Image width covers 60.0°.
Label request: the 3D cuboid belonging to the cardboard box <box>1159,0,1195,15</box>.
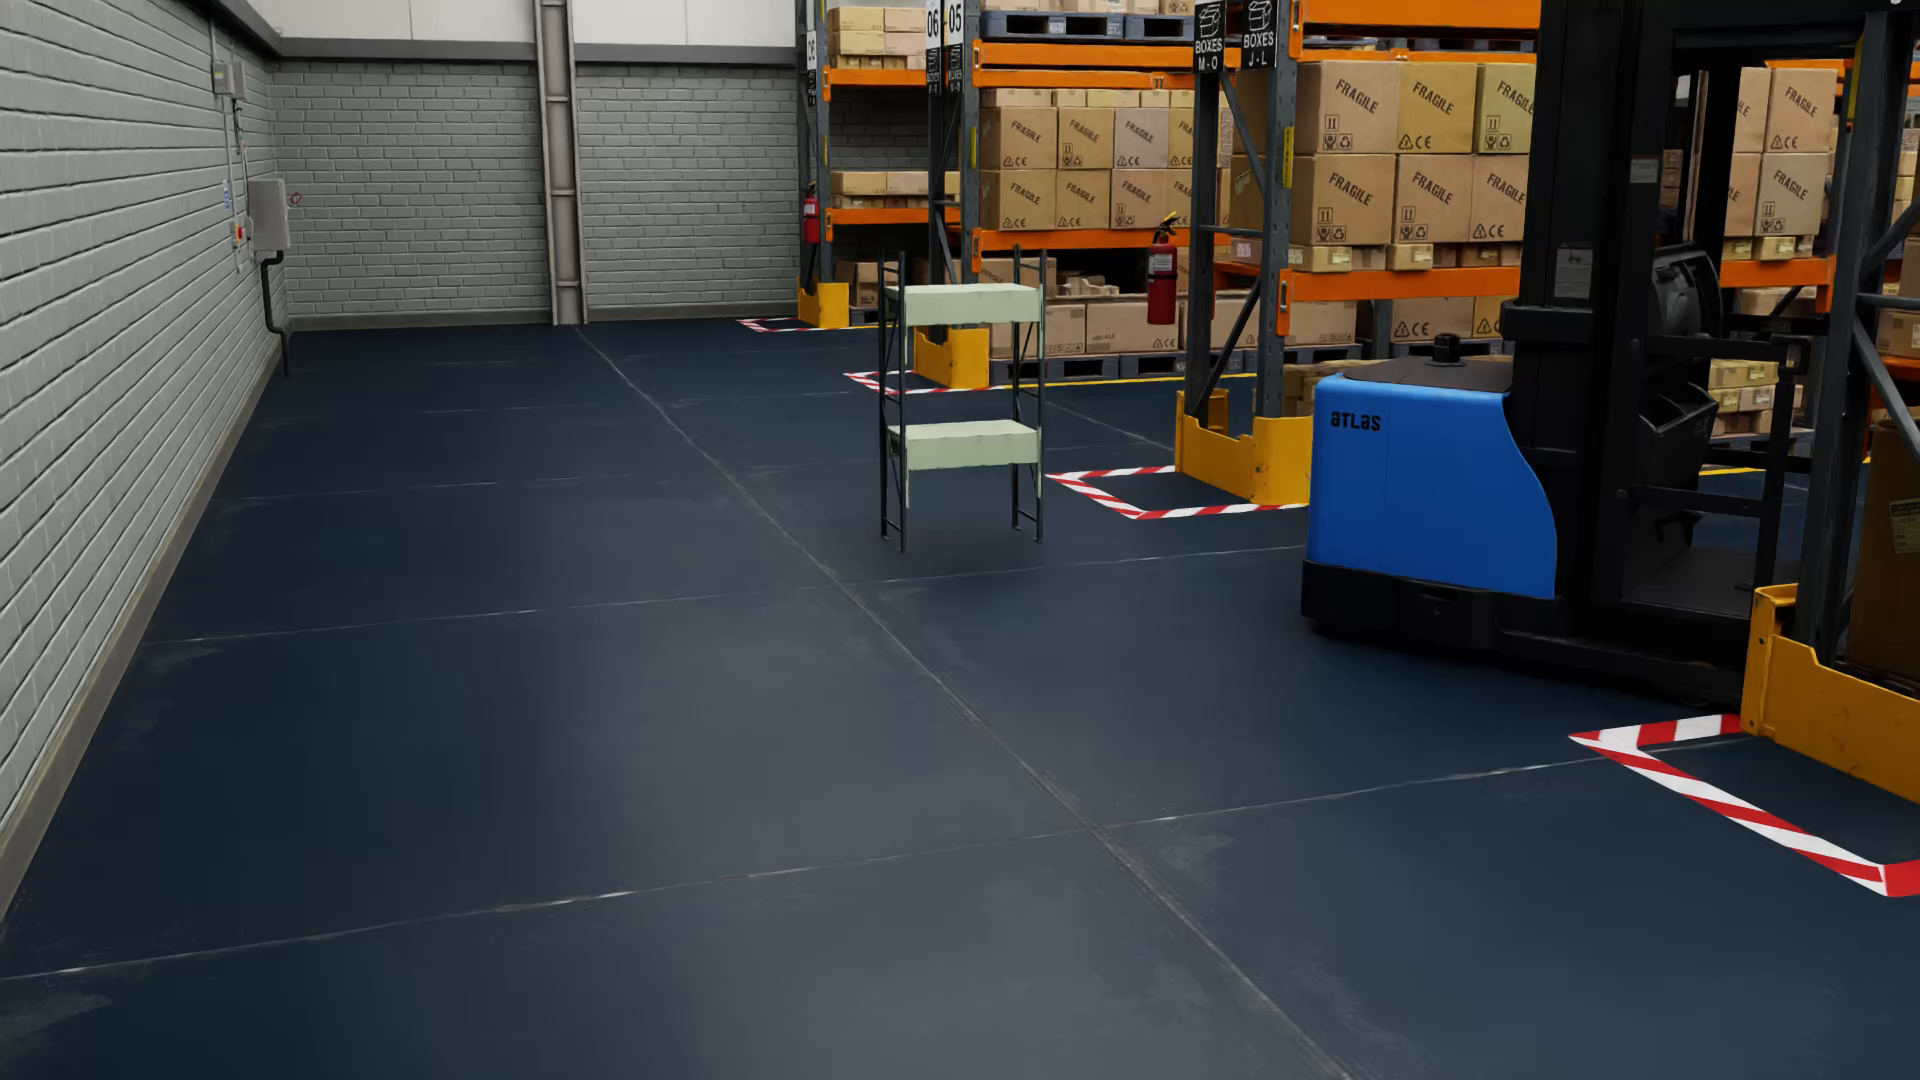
[{"bbox_3d":[1.897,-4.740,14.266,0.500,0.500,0.500,-4,14,-17],"label":"cardboard box"}]

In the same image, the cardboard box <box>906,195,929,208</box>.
[{"bbox_3d":[-0.526,-3.855,18.909,0.250,0.149,0.380,-4,14,-16],"label":"cardboard box"}]

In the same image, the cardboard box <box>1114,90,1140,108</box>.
[{"bbox_3d":[1.348,-3.763,14.201,0.250,0.149,0.380,-4,14,-18],"label":"cardboard box"}]

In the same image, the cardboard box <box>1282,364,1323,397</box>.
[{"bbox_3d":[2.034,-0.986,10.276,0.250,0.149,0.380,-4,14,-17],"label":"cardboard box"}]

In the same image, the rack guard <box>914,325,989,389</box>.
[{"bbox_3d":[-0.084,-1.645,14.480,0.348,0.500,1.175,-4,14,-18],"label":"rack guard"}]

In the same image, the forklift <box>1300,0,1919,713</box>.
[{"bbox_3d":[2.928,-0.929,6.215,3.031,2.935,1.130,10,16,35],"label":"forklift"}]

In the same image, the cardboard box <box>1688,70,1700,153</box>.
[{"bbox_3d":[4.067,-2.592,10.038,0.500,0.500,0.500,-4,14,-17],"label":"cardboard box"}]

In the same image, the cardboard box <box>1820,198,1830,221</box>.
[{"bbox_3d":[5.717,-2.235,11.193,0.250,0.149,0.380,-5,14,-19],"label":"cardboard box"}]

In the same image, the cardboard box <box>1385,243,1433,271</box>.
[{"bbox_3d":[2.525,-1.651,9.644,0.250,0.149,0.380,-5,14,-20],"label":"cardboard box"}]

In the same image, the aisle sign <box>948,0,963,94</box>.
[{"bbox_3d":[-0.037,-4.059,13.607,0.004,0.787,0.394,-4,14,-18],"label":"aisle sign"}]

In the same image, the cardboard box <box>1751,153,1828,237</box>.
[{"bbox_3d":[5.036,-2.176,10.450,0.500,0.500,0.500,-4,14,-18],"label":"cardboard box"}]

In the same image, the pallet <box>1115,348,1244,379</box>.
[{"bbox_3d":[1.826,-1.672,15.216,1.213,0.211,1.003,-4,14,-18],"label":"pallet"}]

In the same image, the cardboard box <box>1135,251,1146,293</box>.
[{"bbox_3d":[2.514,-3.336,20.680,0.500,0.500,0.500,-5,14,-18],"label":"cardboard box"}]

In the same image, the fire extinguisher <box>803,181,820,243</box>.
[{"bbox_3d":[-1.640,-3.620,18.354,0.183,0.674,0.296,-4,14,-18],"label":"fire extinguisher"}]

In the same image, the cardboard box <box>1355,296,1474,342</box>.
[{"bbox_3d":[4.292,-2.392,15.903,0.875,0.875,0.875,-4,14,-16],"label":"cardboard box"}]

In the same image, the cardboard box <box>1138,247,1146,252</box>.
[{"bbox_3d":[2.400,-3.641,20.560,0.250,0.149,0.380,-5,14,-20],"label":"cardboard box"}]

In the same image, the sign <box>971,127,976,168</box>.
[{"bbox_3d":[0.110,-3.201,13.575,0.005,0.325,0.100,-4,14,-18],"label":"sign"}]

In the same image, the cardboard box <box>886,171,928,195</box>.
[{"bbox_3d":[-0.654,-4.035,18.806,0.500,0.250,0.500,-4,14,-17],"label":"cardboard box"}]

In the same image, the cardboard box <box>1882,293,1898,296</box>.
[{"bbox_3d":[6.521,-1.579,11.672,0.500,0.250,0.500,-4,14,-15],"label":"cardboard box"}]

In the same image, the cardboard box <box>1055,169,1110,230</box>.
[{"bbox_3d":[0.956,-2.928,14.253,0.500,0.500,0.500,-5,14,-19],"label":"cardboard box"}]

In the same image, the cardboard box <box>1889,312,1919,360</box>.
[{"bbox_3d":[3.332,-0.666,5.504,0.250,0.149,0.380,-4,14,-17],"label":"cardboard box"}]

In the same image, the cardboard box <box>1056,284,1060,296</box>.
[{"bbox_3d":[1.030,-3.035,20.174,0.250,0.149,0.380,-5,14,-19],"label":"cardboard box"}]

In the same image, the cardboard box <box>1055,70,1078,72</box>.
[{"bbox_3d":[1.172,-5.440,19.092,0.250,0.149,0.380,-5,14,-18],"label":"cardboard box"}]

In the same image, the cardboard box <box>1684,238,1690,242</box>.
[{"bbox_3d":[4.460,-1.832,10.406,0.250,0.149,0.380,-5,14,-20],"label":"cardboard box"}]

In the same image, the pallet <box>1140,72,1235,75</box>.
[{"bbox_3d":[2.783,-5.647,19.827,1.003,0.211,1.213,-4,14,-18],"label":"pallet"}]

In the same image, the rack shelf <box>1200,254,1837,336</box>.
[{"bbox_3d":[3.509,-1.583,10.369,4.000,0.370,1.077,-4,14,-18],"label":"rack shelf"}]

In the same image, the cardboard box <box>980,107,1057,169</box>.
[{"bbox_3d":[0.484,-3.371,13.957,0.500,0.500,0.500,-5,14,-19],"label":"cardboard box"}]

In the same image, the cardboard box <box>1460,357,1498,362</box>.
[{"bbox_3d":[3.283,-1.072,10.634,0.250,0.149,0.380,-5,14,-20],"label":"cardboard box"}]

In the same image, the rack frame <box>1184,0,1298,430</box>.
[{"bbox_3d":[1.613,-1.785,9.665,0.127,3.000,1.000,-4,14,-18],"label":"rack frame"}]

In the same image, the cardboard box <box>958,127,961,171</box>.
[{"bbox_3d":[0.289,-4.473,19.028,0.500,0.500,0.500,-4,14,-17],"label":"cardboard box"}]

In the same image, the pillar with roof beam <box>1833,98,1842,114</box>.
[{"bbox_3d":[13.942,-7.253,19.689,0.400,9.000,9.100,-4,14,-18],"label":"pillar with roof beam"}]

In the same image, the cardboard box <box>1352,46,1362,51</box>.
[{"bbox_3d":[4.692,-5.979,20.279,0.250,0.149,0.380,-4,14,-18],"label":"cardboard box"}]

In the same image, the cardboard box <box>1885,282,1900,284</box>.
[{"bbox_3d":[10.135,-2.582,17.786,0.625,0.372,0.950,-4,14,-15],"label":"cardboard box"}]

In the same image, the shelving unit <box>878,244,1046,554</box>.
[{"bbox_3d":[0.006,-0.730,8.471,0.755,1.500,0.431,-4,14,-18],"label":"shelving unit"}]

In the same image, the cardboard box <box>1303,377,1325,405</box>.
[{"bbox_3d":[2.218,-0.856,9.727,0.250,0.149,0.380,-5,14,-21],"label":"cardboard box"}]

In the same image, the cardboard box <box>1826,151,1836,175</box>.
[{"bbox_3d":[5.722,-2.524,11.122,0.250,0.149,0.380,-4,14,-15],"label":"cardboard box"}]

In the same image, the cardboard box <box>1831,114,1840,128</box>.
[{"bbox_3d":[8.981,-4.350,17.278,0.250,0.149,0.380,-5,14,-21],"label":"cardboard box"}]

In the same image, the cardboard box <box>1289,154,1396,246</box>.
[{"bbox_3d":[2.127,-1.951,9.504,0.500,0.500,0.500,-4,14,-15],"label":"cardboard box"}]

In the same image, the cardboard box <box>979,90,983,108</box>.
[{"bbox_3d":[0.215,-3.784,14.292,0.250,0.149,0.380,-4,14,-17],"label":"cardboard box"}]

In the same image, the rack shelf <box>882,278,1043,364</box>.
[{"bbox_3d":[0.006,-1.110,8.381,0.720,0.370,0.431,-4,14,-18],"label":"rack shelf"}]

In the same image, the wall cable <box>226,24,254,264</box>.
[{"bbox_3d":[-5.862,-3.246,13.613,0.122,1.984,0.588,-4,14,-18],"label":"wall cable"}]

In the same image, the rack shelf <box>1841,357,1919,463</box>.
[{"bbox_3d":[4.995,-0.487,5.764,4.000,0.370,1.077,-4,14,-18],"label":"rack shelf"}]

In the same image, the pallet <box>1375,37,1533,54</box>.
[{"bbox_3d":[4.583,-4.603,15.444,1.217,0.209,0.805,-5,14,-20],"label":"pallet"}]

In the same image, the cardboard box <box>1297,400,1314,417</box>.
[{"bbox_3d":[2.191,-0.729,9.838,0.250,0.149,0.380,-4,14,-16],"label":"cardboard box"}]

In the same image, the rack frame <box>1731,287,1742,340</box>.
[{"bbox_3d":[7.521,-3.454,16.680,0.127,3.000,1.000,-4,14,-18],"label":"rack frame"}]

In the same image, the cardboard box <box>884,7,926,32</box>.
[{"bbox_3d":[-0.659,-5.737,18.398,0.500,0.250,0.500,-5,14,-18],"label":"cardboard box"}]

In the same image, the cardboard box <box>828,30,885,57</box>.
[{"bbox_3d":[-1.140,-5.455,18.295,0.500,0.250,0.500,-5,14,-19],"label":"cardboard box"}]
